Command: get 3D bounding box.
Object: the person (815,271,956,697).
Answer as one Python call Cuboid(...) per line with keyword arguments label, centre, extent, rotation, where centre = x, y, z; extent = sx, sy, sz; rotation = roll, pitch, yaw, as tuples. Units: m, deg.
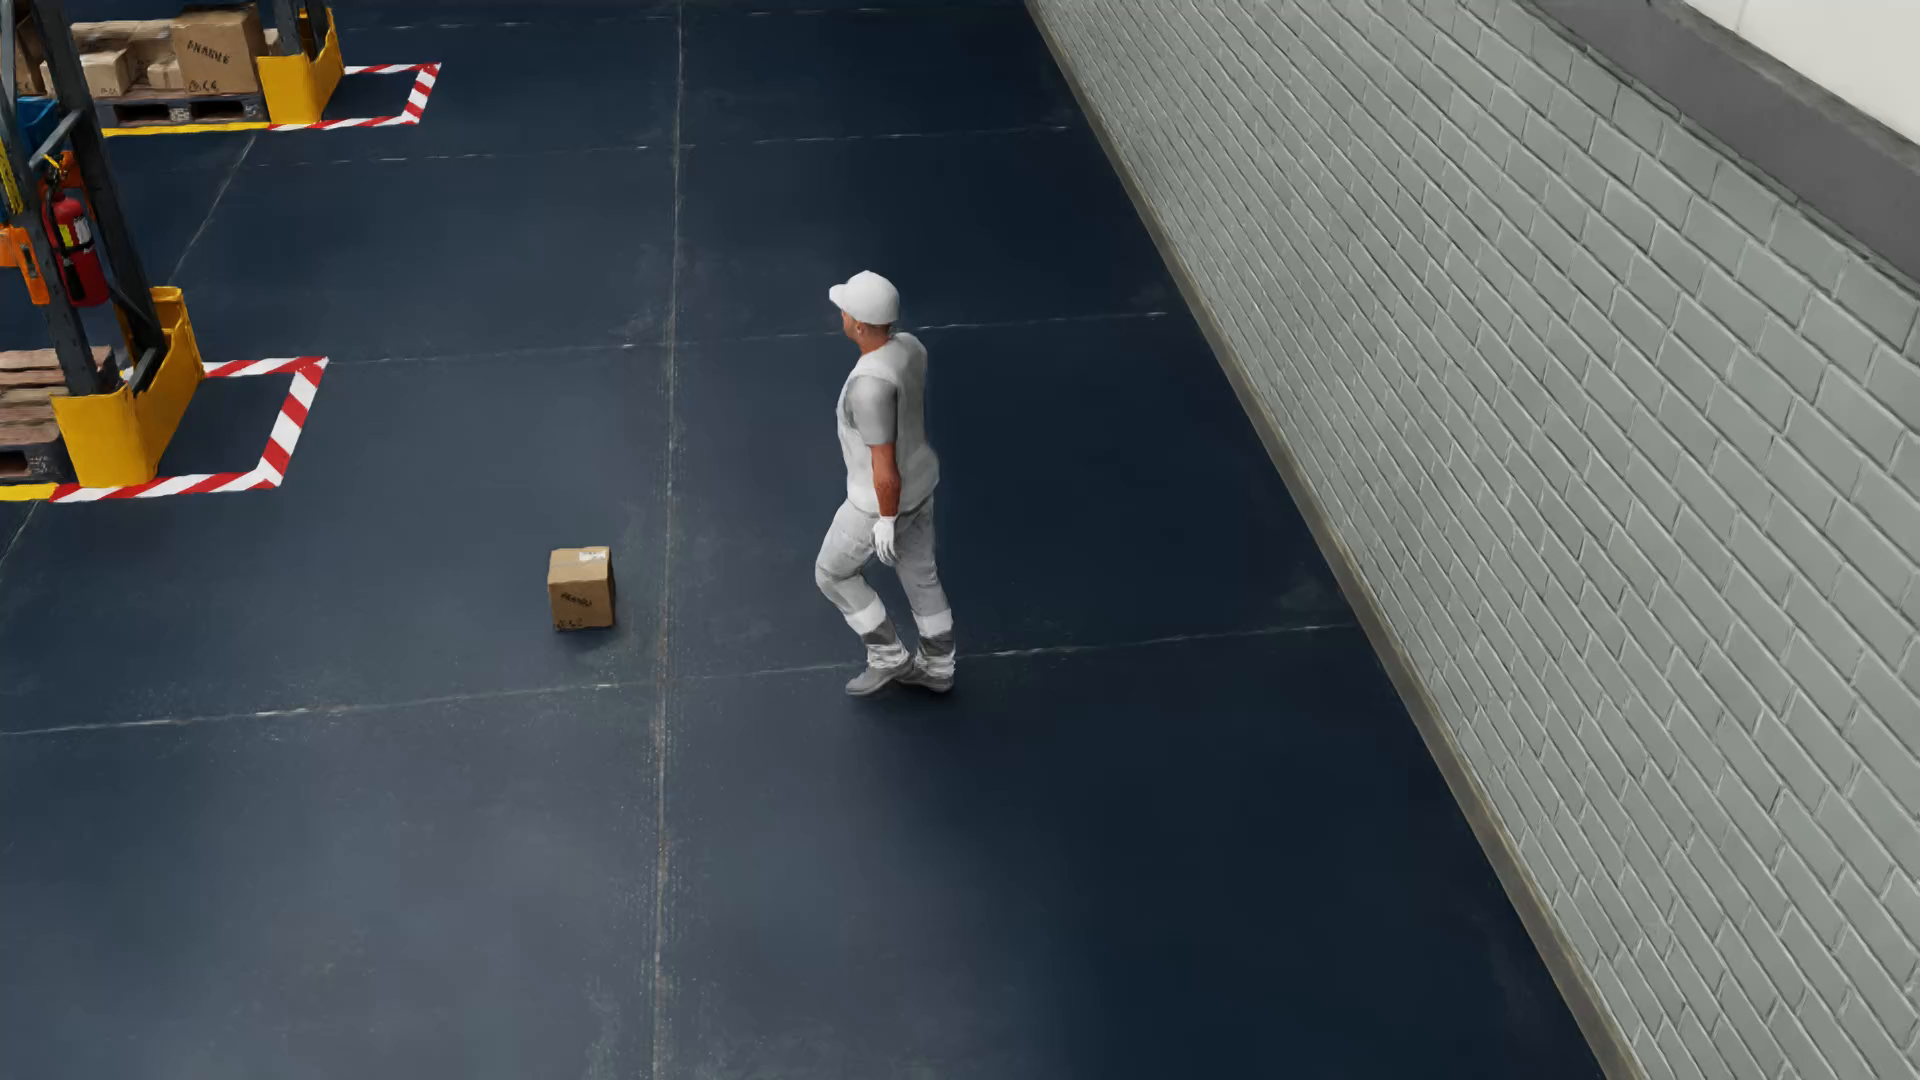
Cuboid(label="person", centre=(-0.266, -0.181, 6.351), extent=(0.521, 1.768, 0.580), rotation=(14, 37, 19))
